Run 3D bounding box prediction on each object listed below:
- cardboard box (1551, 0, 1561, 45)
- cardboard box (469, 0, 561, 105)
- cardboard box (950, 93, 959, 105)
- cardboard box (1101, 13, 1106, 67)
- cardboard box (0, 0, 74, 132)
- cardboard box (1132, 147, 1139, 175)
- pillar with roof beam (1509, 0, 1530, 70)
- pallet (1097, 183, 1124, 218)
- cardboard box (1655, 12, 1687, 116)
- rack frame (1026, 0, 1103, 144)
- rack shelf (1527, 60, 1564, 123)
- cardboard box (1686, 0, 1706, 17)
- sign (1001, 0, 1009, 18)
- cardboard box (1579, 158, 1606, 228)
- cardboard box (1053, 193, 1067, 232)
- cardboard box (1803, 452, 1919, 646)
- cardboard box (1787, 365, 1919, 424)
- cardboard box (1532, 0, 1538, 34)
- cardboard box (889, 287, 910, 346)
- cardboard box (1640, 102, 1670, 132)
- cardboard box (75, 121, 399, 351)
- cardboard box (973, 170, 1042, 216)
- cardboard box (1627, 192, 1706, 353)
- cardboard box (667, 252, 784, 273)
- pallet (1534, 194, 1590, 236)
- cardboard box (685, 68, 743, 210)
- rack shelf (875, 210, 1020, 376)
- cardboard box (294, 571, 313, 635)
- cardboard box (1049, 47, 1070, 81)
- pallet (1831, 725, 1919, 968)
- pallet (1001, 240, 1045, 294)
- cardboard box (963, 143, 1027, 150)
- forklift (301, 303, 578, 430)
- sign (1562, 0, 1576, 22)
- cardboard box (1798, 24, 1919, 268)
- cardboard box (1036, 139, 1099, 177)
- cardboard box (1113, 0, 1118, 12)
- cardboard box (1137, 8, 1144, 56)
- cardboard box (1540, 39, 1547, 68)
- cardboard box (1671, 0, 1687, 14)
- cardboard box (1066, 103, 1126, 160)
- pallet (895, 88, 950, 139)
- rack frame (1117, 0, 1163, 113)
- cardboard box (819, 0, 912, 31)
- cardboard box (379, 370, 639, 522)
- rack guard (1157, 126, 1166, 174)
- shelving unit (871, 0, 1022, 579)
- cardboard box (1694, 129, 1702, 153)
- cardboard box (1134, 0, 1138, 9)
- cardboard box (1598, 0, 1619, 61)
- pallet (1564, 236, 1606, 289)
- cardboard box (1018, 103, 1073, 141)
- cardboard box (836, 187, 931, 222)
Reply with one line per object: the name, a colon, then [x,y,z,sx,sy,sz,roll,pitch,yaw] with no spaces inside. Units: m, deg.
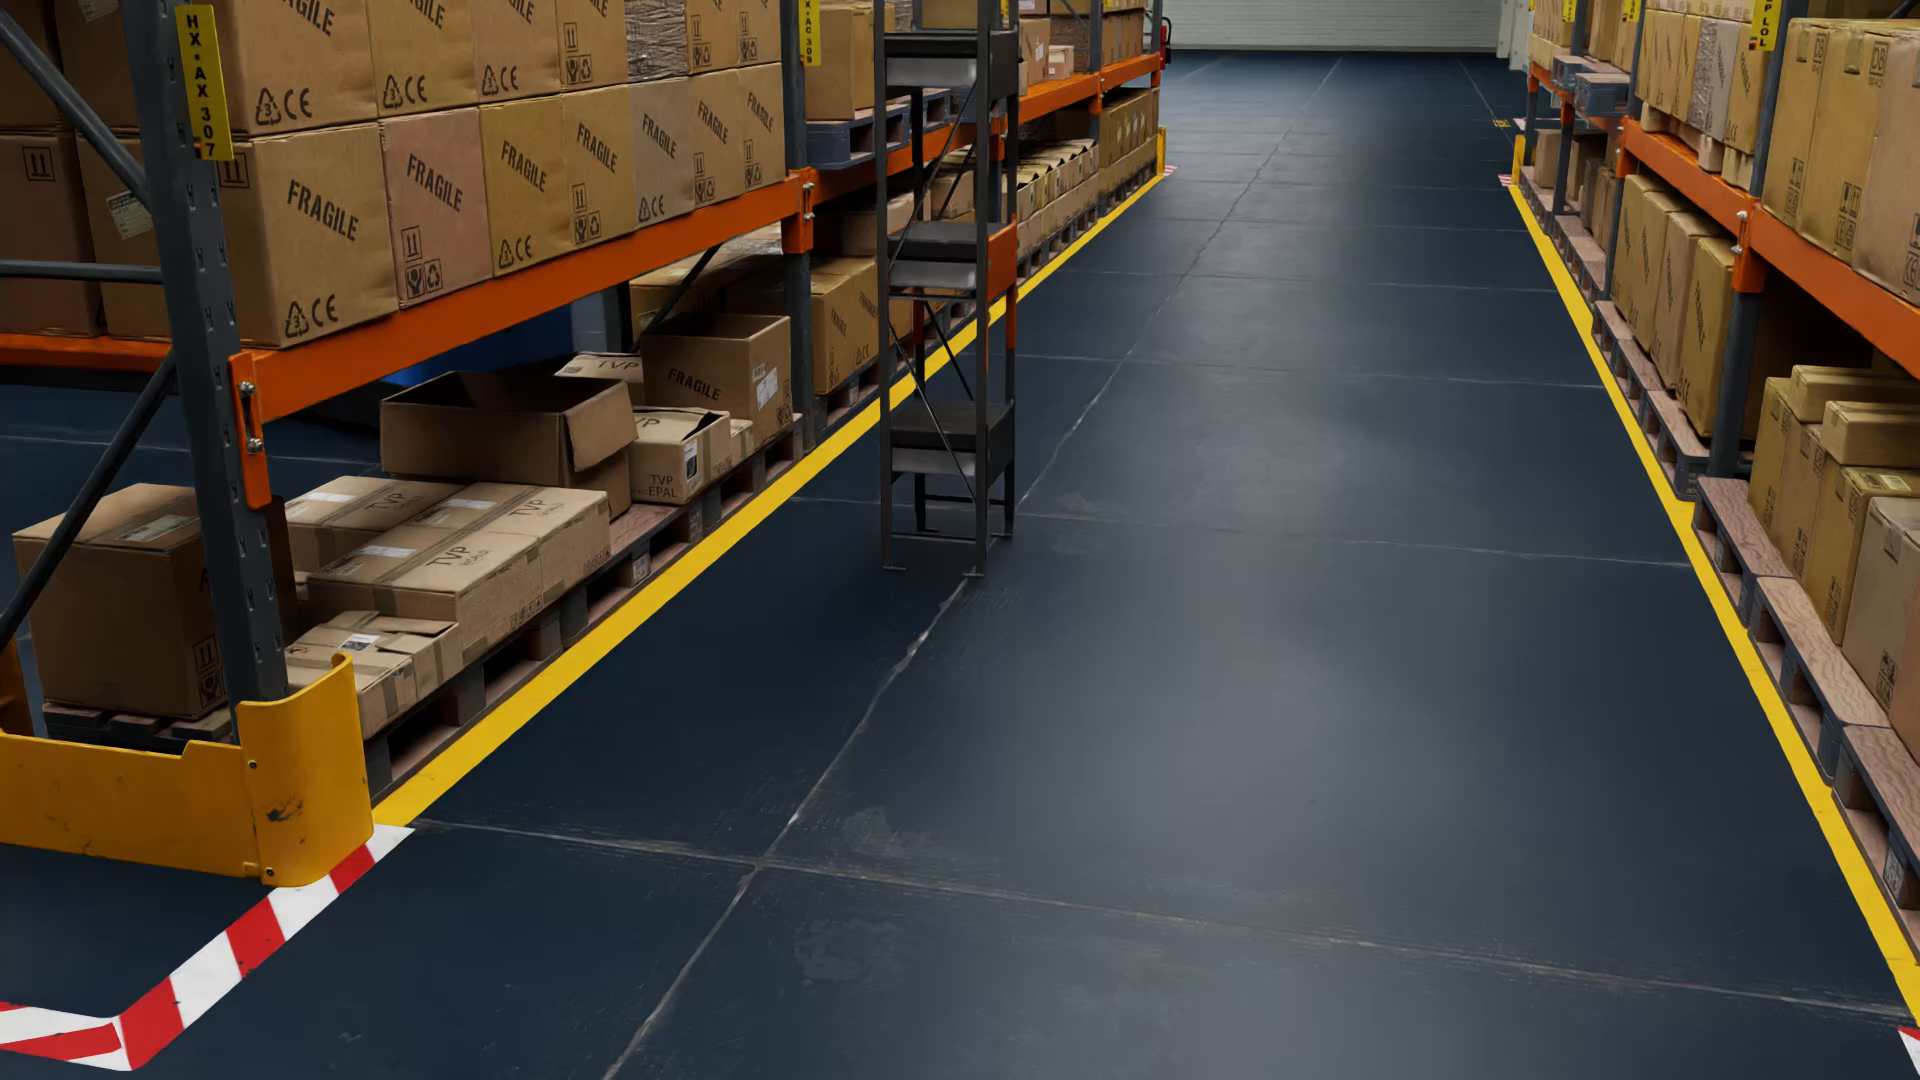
cardboard box: [5.500,-4.617,14.606,0.500,0.500,0.500,5,19,13]
cardboard box: [-1.557,-1.583,4.979,0.500,0.500,0.500,5,19,14]
cardboard box: [-0.082,-3.199,11.551,0.500,0.311,0.500,6,20,17]
cardboard box: [0.989,-4.737,15.761,0.700,0.500,0.500,4,19,13]
cardboard box: [-2.326,-1.305,4.166,0.500,0.500,0.500,4,19,13]
cardboard box: [1.542,-3.873,16.991,0.500,0.250,0.500,5,19,13]
pillar with roof beam: [8.903,-15.662,38.618,9.100,9.000,0.400,5,19,13]
pallet: [0.999,-3.311,16.054,1.003,0.211,1.213,5,19,13]
cardboard box: [3.965,-2.487,8.683,0.500,0.500,0.500,5,19,13]
rack frame: [0.764,-4.384,14.883,1.000,3.000,0.127,5,19,13]
rack shelf: [6.057,-4.281,15.693,1.077,0.370,4.000,5,19,13]
cardboard box: [3.862,-2.685,8.102,0.500,0.250,0.500,4,19,12]
sign: [0.315,-3.601,10.921,0.100,0.325,0.005,5,19,13]
cardboard box: [5.405,-2.788,13.395,0.700,0.500,0.500,5,20,15]
cardboard box: [0.568,-2.651,13.412,0.500,0.250,0.500,5,20,14]
cardboard box: [3.078,0.042,5.143,0.700,0.500,0.500,5,20,15]
cardboard box: [3.071,-0.490,5.697,0.380,0.149,0.250,5,20,15]
cardboard box: [6.137,-5.416,16.943,0.500,0.500,0.500,5,19,13]
cardboard box: [-0.587,-1.359,9.211,0.500,0.500,0.500,5,19,14]
cardboard box: [4.069,-2.391,9.406,0.380,0.149,0.250,5,20,15]
cardboard box: [-1.804,-0.789,4.201,0.500,0.500,0.500,5,20,15]
cardboard box: [0.319,-2.600,12.395,0.500,0.311,0.500,4,19,12]
cardboard box: [4.064,-1.428,8.903,0.750,0.750,0.750,5,19,13]
cardboard box: [-1.219,-1.234,8.846,0.500,0.500,0.500,5,19,14]
pallet: [5.698,-2.888,14.816,1.003,0.211,1.213,5,19,13]
cardboard box: [-1.189,-1.586,6.534,0.500,0.500,0.500,5,20,15]
rack shelf: [-0.040,-0.929,6.201,0.431,0.518,0.480,5,19,13]
cardboard box: [-2.088,0.200,5.165,0.380,0.166,0.250,5,19,13]
cardboard box: [0.727,-4.031,14.056,0.396,0.266,0.258,4,19,12]
pallet: [2.756,0.830,3.932,1.003,0.211,1.213,5,19,13]
pallet: [0.025,-2.066,12.410,1.003,0.211,1.213,5,19,13]
cardboard box: [0.294,-3.281,14.389,0.500,0.311,0.500,4,19,13]
forklift: [-3.458,-2.231,8.685,3.031,2.935,1.130,14,23,35]
sign: [5.040,-4.444,13.720,0.100,0.325,0.005,5,19,13]
cardboard box: [3.282,-1.232,5.189,0.980,0.700,0.700,4,19,12]
cardboard box: [0.943,-3.398,14.731,0.500,0.311,0.500,5,19,13]
cardboard box: [1.328,-5.212,16.147,0.380,0.149,0.250,4,19,12]
cardboard box: [1.615,-5.540,18.112,0.700,0.500,0.500,5,19,13]
cardboard box: [5.750,-4.577,15.649,0.500,0.250,0.500,5,19,14]
cardboard box: [3.981,-2.846,8.572,0.500,0.250,0.500,5,19,14]
cardboard box: [1.295,-3.915,15.952,0.500,0.500,0.500,5,19,13]
pallet: [-0.684,-2.430,9.458,1.003,0.211,1.213,5,19,13]
rack frame: [1.741,-5.638,18.554,1.000,3.000,0.127,5,19,13]
cardboard box: [-0.667,-2.899,9.729,0.700,0.500,0.500,9,21,24]
cardboard box: [-1.645,-0.314,6.149,0.797,0.503,0.637,5,19,13]
rack guard: [1.747,-4.463,18.980,1.175,0.500,0.348,5,19,13]
shelving unit: [-0.040,-0.942,6.196,0.431,2.100,0.503,5,19,13]
cardboard box: [3.851,-1.983,8.210,0.380,0.149,0.250,5,20,15]
cardboard box: [1.644,-5.617,17.332,0.380,0.149,0.250,5,19,14]
cardboard box: [5.267,-3.918,12.684,0.700,0.500,0.500,7,20,19]
pallet: [5.083,-2.047,12.354,1.003,0.211,1.213,5,19,13]
cardboard box: [0.799,-3.955,16.071,0.500,0.500,0.500,5,19,13]
cardboard box: [-0.470,-1.860,9.519,0.500,0.250,0.500,4,19,12]
